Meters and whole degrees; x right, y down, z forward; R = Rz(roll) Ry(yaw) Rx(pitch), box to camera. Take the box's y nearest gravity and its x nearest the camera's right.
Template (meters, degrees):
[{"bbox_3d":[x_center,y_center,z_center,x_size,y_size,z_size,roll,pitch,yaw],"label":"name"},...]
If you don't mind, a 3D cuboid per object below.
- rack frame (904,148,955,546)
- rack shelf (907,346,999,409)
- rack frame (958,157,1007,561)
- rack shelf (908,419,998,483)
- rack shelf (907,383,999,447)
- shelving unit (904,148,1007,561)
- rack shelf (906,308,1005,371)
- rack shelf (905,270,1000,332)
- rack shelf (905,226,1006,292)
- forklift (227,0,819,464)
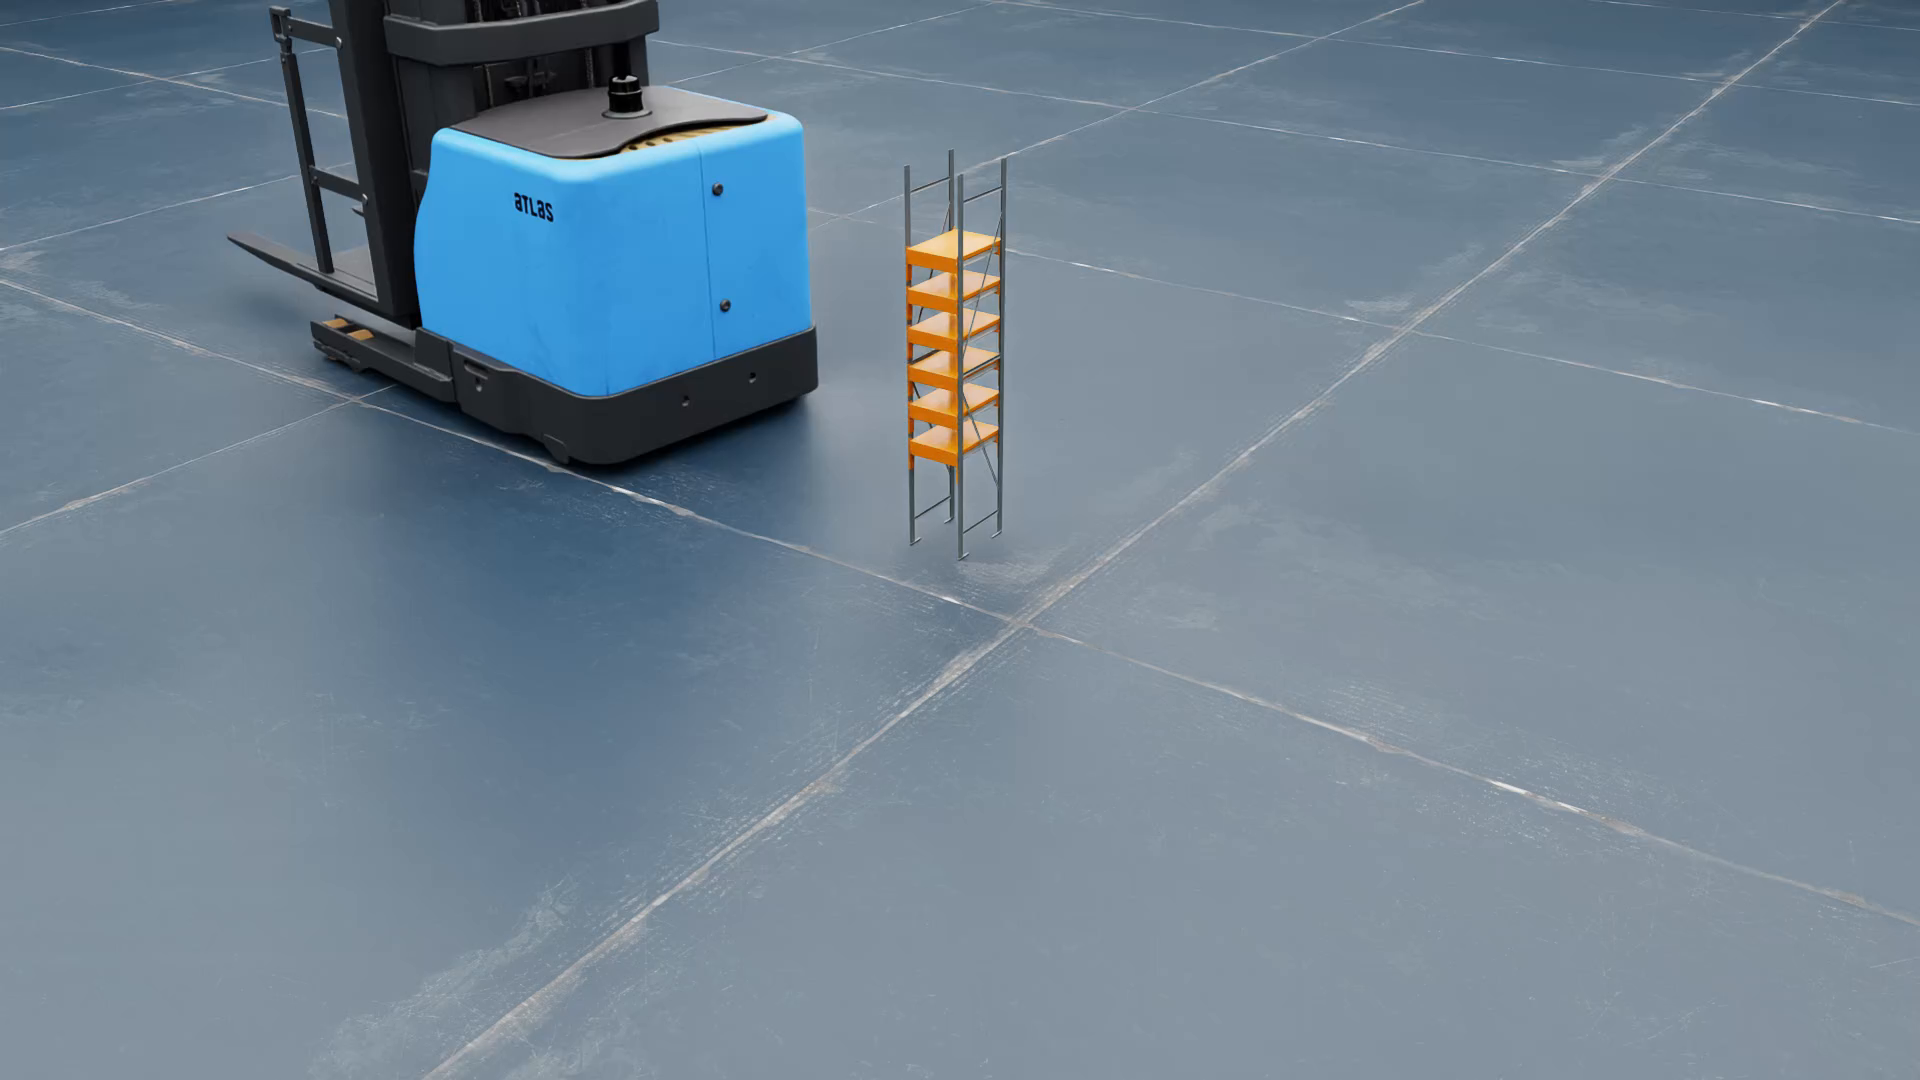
[{"bbox_3d":[-0.087,-0.562,5.031,0.006,1.200,0.240,17,32,30],"label":"rack frame"},{"bbox_3d":[-0.012,-0.499,5.005,0.180,0.103,0.258,17,32,30],"label":"rack shelf"},{"bbox_3d":[0.063,-0.515,4.939,0.006,1.200,0.240,17,32,30],"label":"rack frame"},{"bbox_3d":[-0.012,-0.285,5.114,0.180,0.103,0.258,17,32,30],"label":"rack shelf"},{"bbox_3d":[-0.012,-0.392,5.060,0.180,0.103,0.258,17,32,30],"label":"rack shelf"},{"bbox_3d":[-0.012,-0.538,4.985,0.189,1.200,0.258,17,32,30],"label":"shelving unit"},{"bbox_3d":[-0.012,-0.606,4.951,0.180,0.103,0.258,17,32,30],"label":"rack shelf"},{"bbox_3d":[-0.012,-0.713,4.896,0.180,0.103,0.258,17,32,30],"label":"rack shelf"},{"bbox_3d":[-0.012,-0.820,4.842,0.180,0.103,0.258,17,32,30],"label":"rack shelf"},{"bbox_3d":[-1.951,-2.118,6.180,3.031,2.935,1.130,23,35,37],"label":"forklift"}]
